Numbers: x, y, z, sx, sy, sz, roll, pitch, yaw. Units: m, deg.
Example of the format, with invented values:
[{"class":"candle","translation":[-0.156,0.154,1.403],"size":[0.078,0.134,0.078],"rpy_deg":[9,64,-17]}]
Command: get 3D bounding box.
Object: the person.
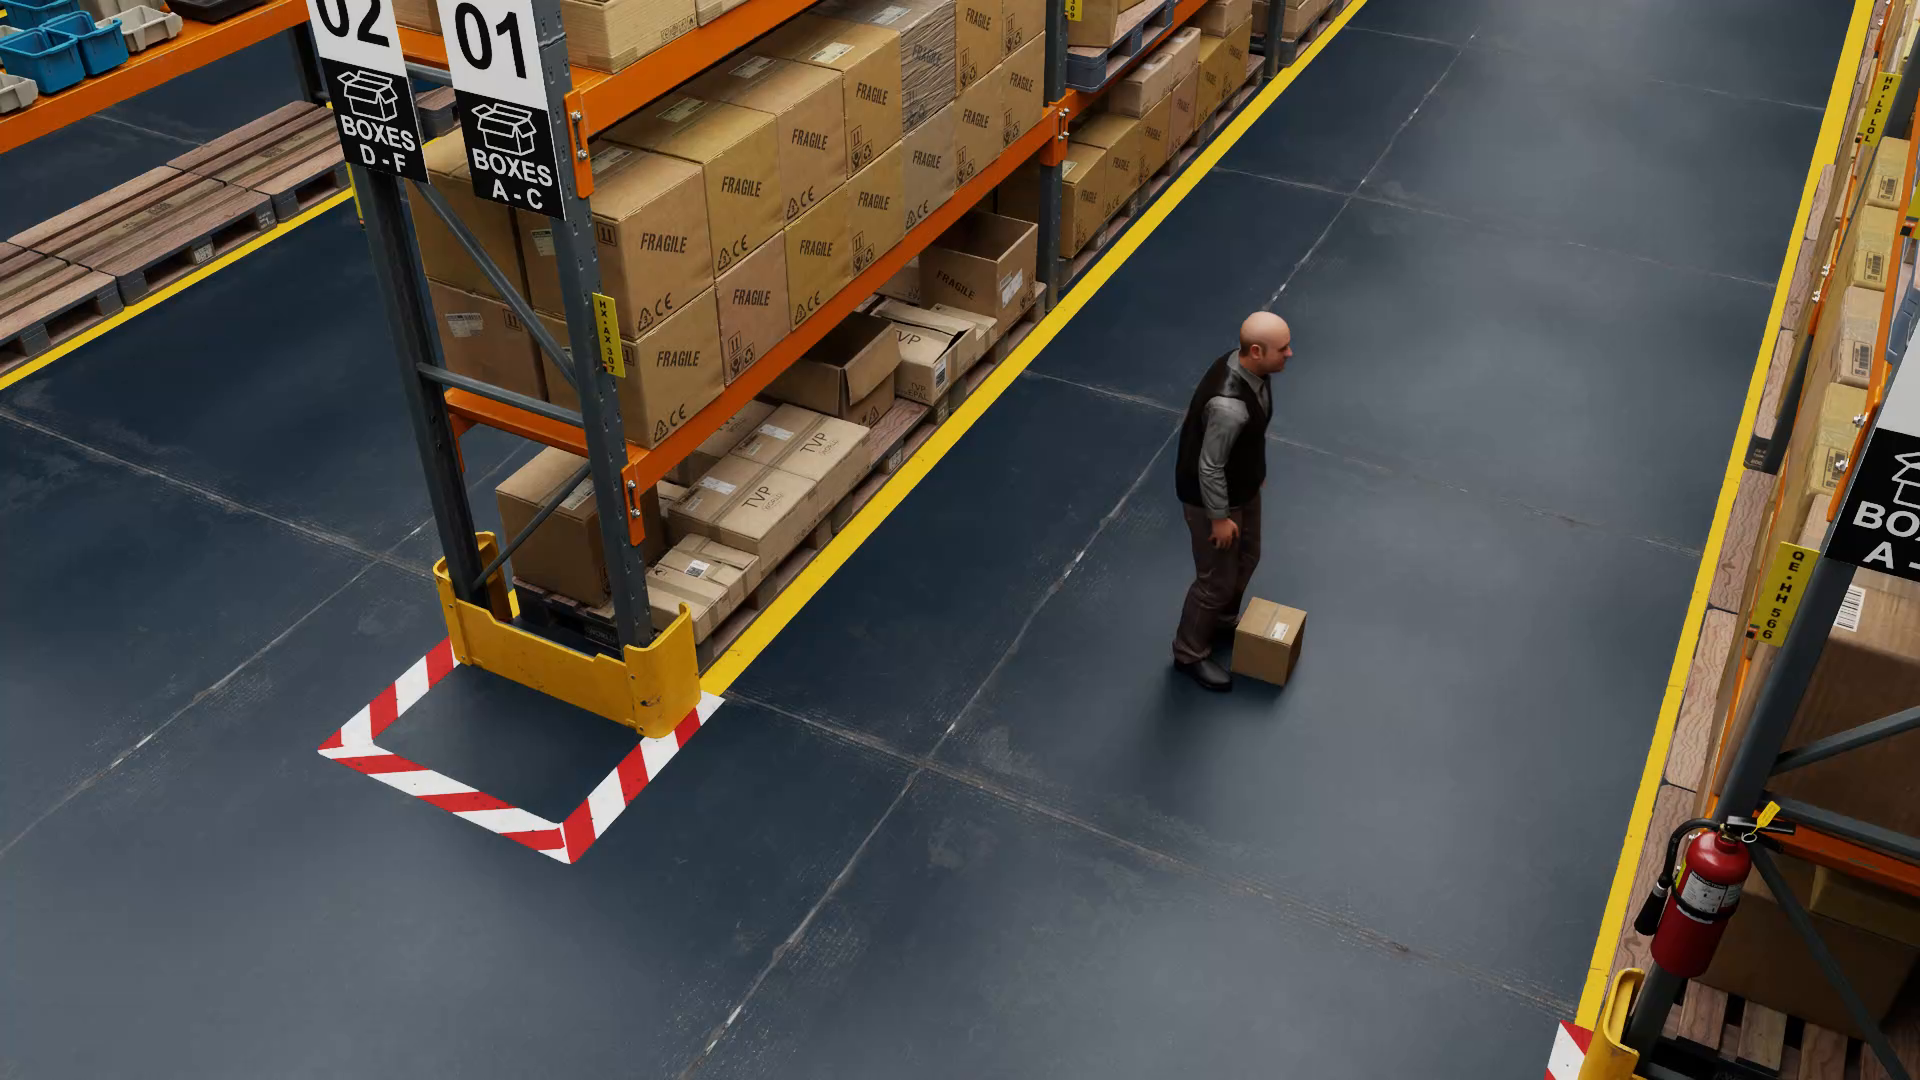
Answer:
[{"class":"person","translation":[1.145,-0.202,7.030],"size":[0.465,1.722,0.591],"rpy_deg":[16,40,20]}]
